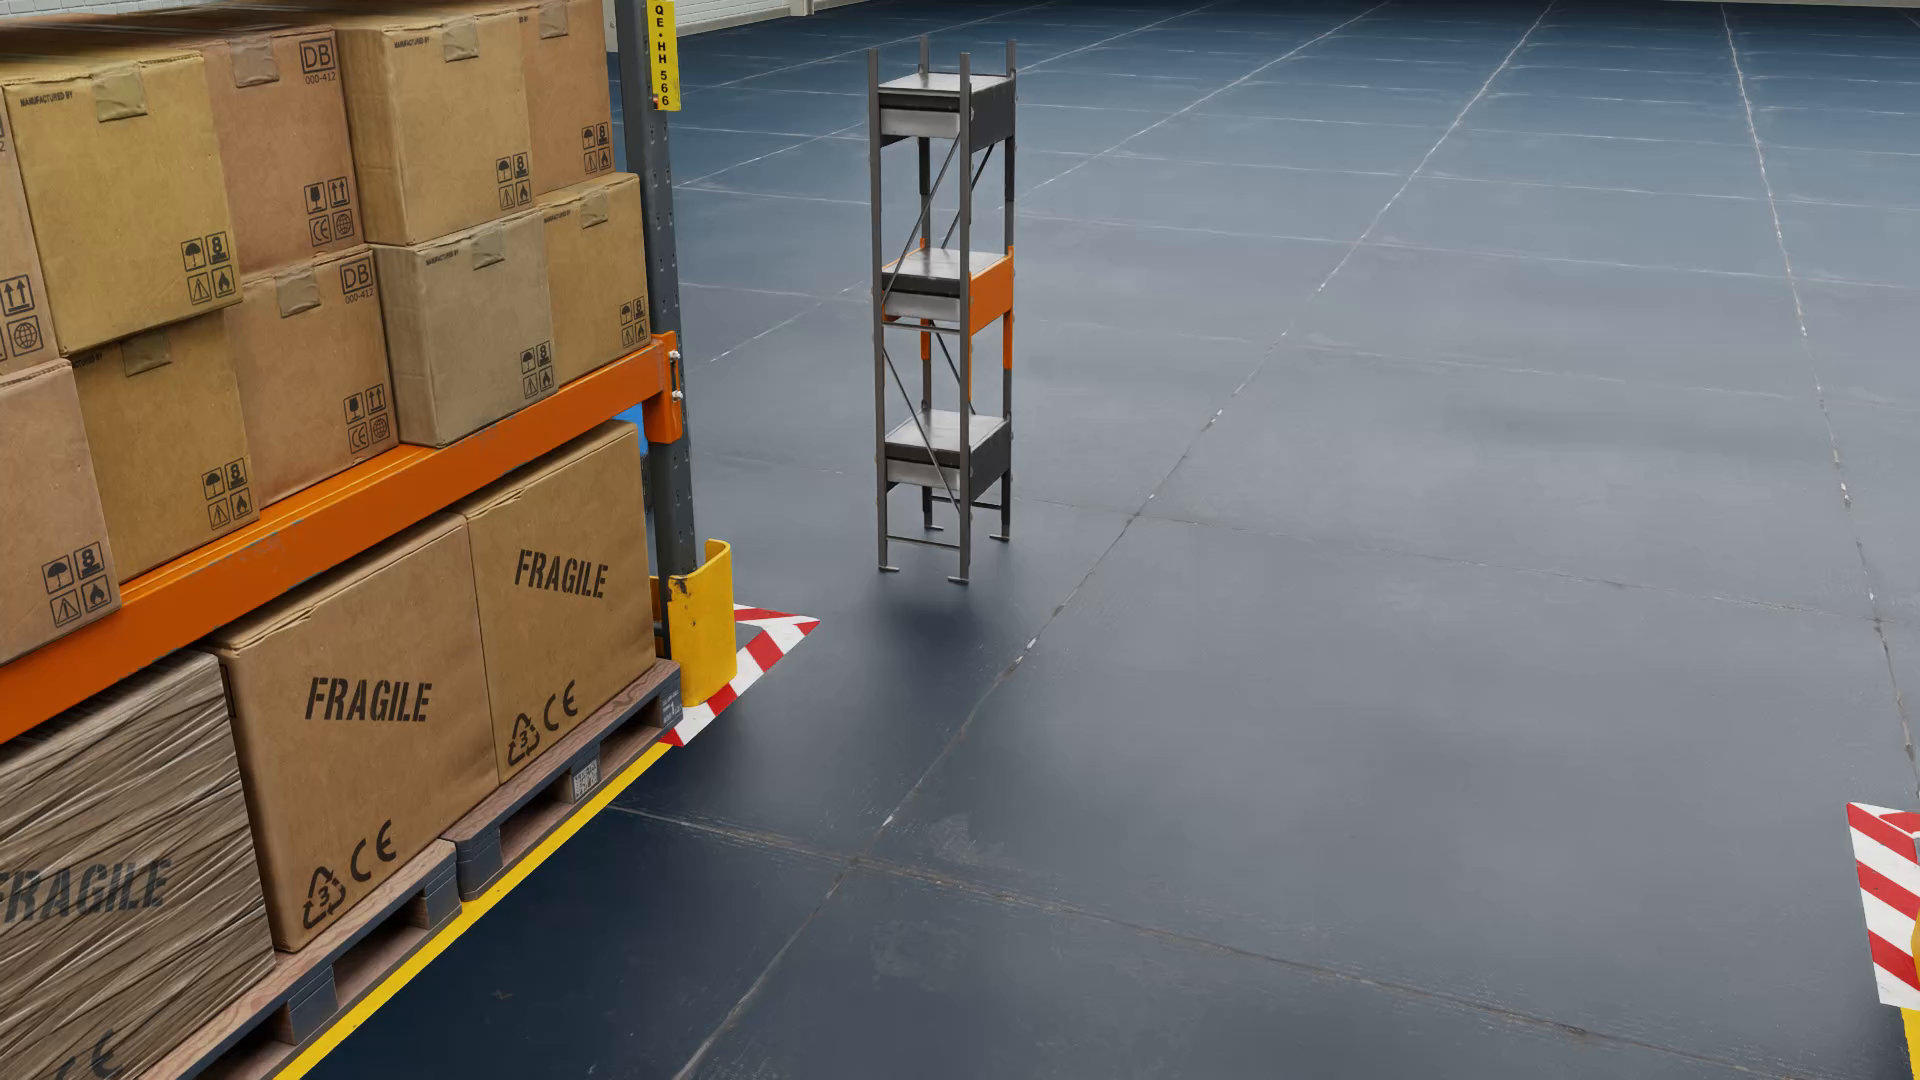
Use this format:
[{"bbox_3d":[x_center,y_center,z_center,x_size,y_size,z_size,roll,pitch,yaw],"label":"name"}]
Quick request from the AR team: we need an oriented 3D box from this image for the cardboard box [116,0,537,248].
[{"bbox_3d":[-1.703,-1.155,4.528,0.875,0.550,0.550,9,24,20],"label":"cardboard box"}]

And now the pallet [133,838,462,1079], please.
[{"bbox_3d":[-2.090,1.094,4.356,1.003,0.211,1.213,9,24,20],"label":"pallet"}]

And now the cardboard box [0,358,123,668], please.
[{"bbox_3d":[-2.278,-0.073,3.338,0.875,0.550,0.550,9,24,20],"label":"cardboard box"}]

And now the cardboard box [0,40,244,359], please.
[{"bbox_3d":[-2.114,-0.766,3.596,0.875,0.550,0.500,9,24,20],"label":"cardboard box"}]

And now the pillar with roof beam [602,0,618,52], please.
[{"bbox_3d":[-1.067,-10.780,21.382,9.100,9.000,0.400,9,24,20],"label":"pillar with roof beam"}]

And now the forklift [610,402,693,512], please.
[{"bbox_3d":[-2.845,-1.595,7.266,3.031,2.935,1.130,4,23,11],"label":"forklift"}]

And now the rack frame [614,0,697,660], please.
[{"bbox_3d":[-1.411,-0.925,5.572,1.000,3.000,0.127,9,24,20],"label":"rack frame"}]

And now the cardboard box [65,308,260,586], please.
[{"bbox_3d":[-2.174,-0.277,3.826,0.875,0.550,0.500,9,24,20],"label":"cardboard box"}]

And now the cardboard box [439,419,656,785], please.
[{"bbox_3d":[-1.601,0.114,5.297,0.875,0.875,0.875,9,24,20],"label":"cardboard box"}]

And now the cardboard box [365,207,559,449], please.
[{"bbox_3d":[-1.691,-0.655,4.731,0.875,0.550,0.550,9,24,20],"label":"cardboard box"}]

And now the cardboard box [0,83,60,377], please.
[{"bbox_3d":[-2.303,-0.575,3.139,0.875,0.550,0.550,9,24,20],"label":"cardboard box"}]

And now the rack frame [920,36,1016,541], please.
[{"bbox_3d":[0.029,-0.997,6.913,0.400,2.100,0.015,9,24,20],"label":"rack frame"}]

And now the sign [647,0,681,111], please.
[{"bbox_3d":[-0.912,-1.486,5.105,0.100,0.325,0.005,9,24,20],"label":"sign"}]

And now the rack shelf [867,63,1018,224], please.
[{"bbox_3d":[-0.062,-1.543,6.439,0.431,0.518,0.480,9,24,20],"label":"rack shelf"}]

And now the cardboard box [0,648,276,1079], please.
[{"bbox_3d":[-2.267,0.755,3.762,0.875,0.875,0.875,9,24,20],"label":"cardboard box"}]

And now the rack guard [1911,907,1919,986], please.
[{"bbox_3d":[3.129,1.002,4.202,1.175,0.500,0.348,9,24,20],"label":"rack guard"}]

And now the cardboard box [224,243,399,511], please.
[{"bbox_3d":[-2.015,-0.472,4.294,0.875,0.550,0.550,9,24,20],"label":"cardboard box"}]

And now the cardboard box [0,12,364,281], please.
[{"bbox_3d":[-2.037,-0.974,4.094,0.875,0.550,0.550,9,24,20],"label":"cardboard box"}]

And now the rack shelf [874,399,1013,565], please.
[{"bbox_3d":[-0.061,-0.251,6.979,0.431,0.518,0.480,9,24,20],"label":"rack shelf"}]

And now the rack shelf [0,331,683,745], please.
[{"bbox_3d":[-2.154,0.123,3.997,1.077,0.370,4.000,9,24,20],"label":"rack shelf"}]

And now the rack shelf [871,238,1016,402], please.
[{"bbox_3d":[-0.062,-0.897,6.709,0.431,0.518,0.480,9,24,20],"label":"rack shelf"}]

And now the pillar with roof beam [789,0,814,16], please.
[{"bbox_3d":[1.162,-12.927,26.522,9.100,9.000,0.400,9,24,20],"label":"pillar with roof beam"}]

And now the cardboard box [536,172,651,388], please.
[{"bbox_3d":[-1.507,-0.855,5.210,0.875,0.550,0.550,9,24,20],"label":"cardboard box"}]

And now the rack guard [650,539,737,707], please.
[{"bbox_3d":[-1.402,0.220,6.074,1.175,0.500,0.348,9,24,20],"label":"rack guard"}]

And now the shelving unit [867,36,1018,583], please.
[{"bbox_3d":[-0.062,-0.910,6.703,0.431,2.100,0.503,9,24,20],"label":"shelving unit"}]

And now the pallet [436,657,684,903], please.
[{"bbox_3d":[-1.635,0.659,5.398,1.003,0.211,1.213,9,24,20],"label":"pallet"}]

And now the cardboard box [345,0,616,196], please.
[{"bbox_3d":[-1.585,-1.365,5.030,0.875,0.550,0.550,9,24,20],"label":"cardboard box"}]

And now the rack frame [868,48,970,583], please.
[{"bbox_3d":[-0.152,-0.822,6.494,0.400,2.100,0.015,9,24,20],"label":"rack frame"}]

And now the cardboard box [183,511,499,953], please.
[{"bbox_3d":[-1.926,0.429,4.542,0.875,0.875,0.875,8,24,19],"label":"cardboard box"}]
